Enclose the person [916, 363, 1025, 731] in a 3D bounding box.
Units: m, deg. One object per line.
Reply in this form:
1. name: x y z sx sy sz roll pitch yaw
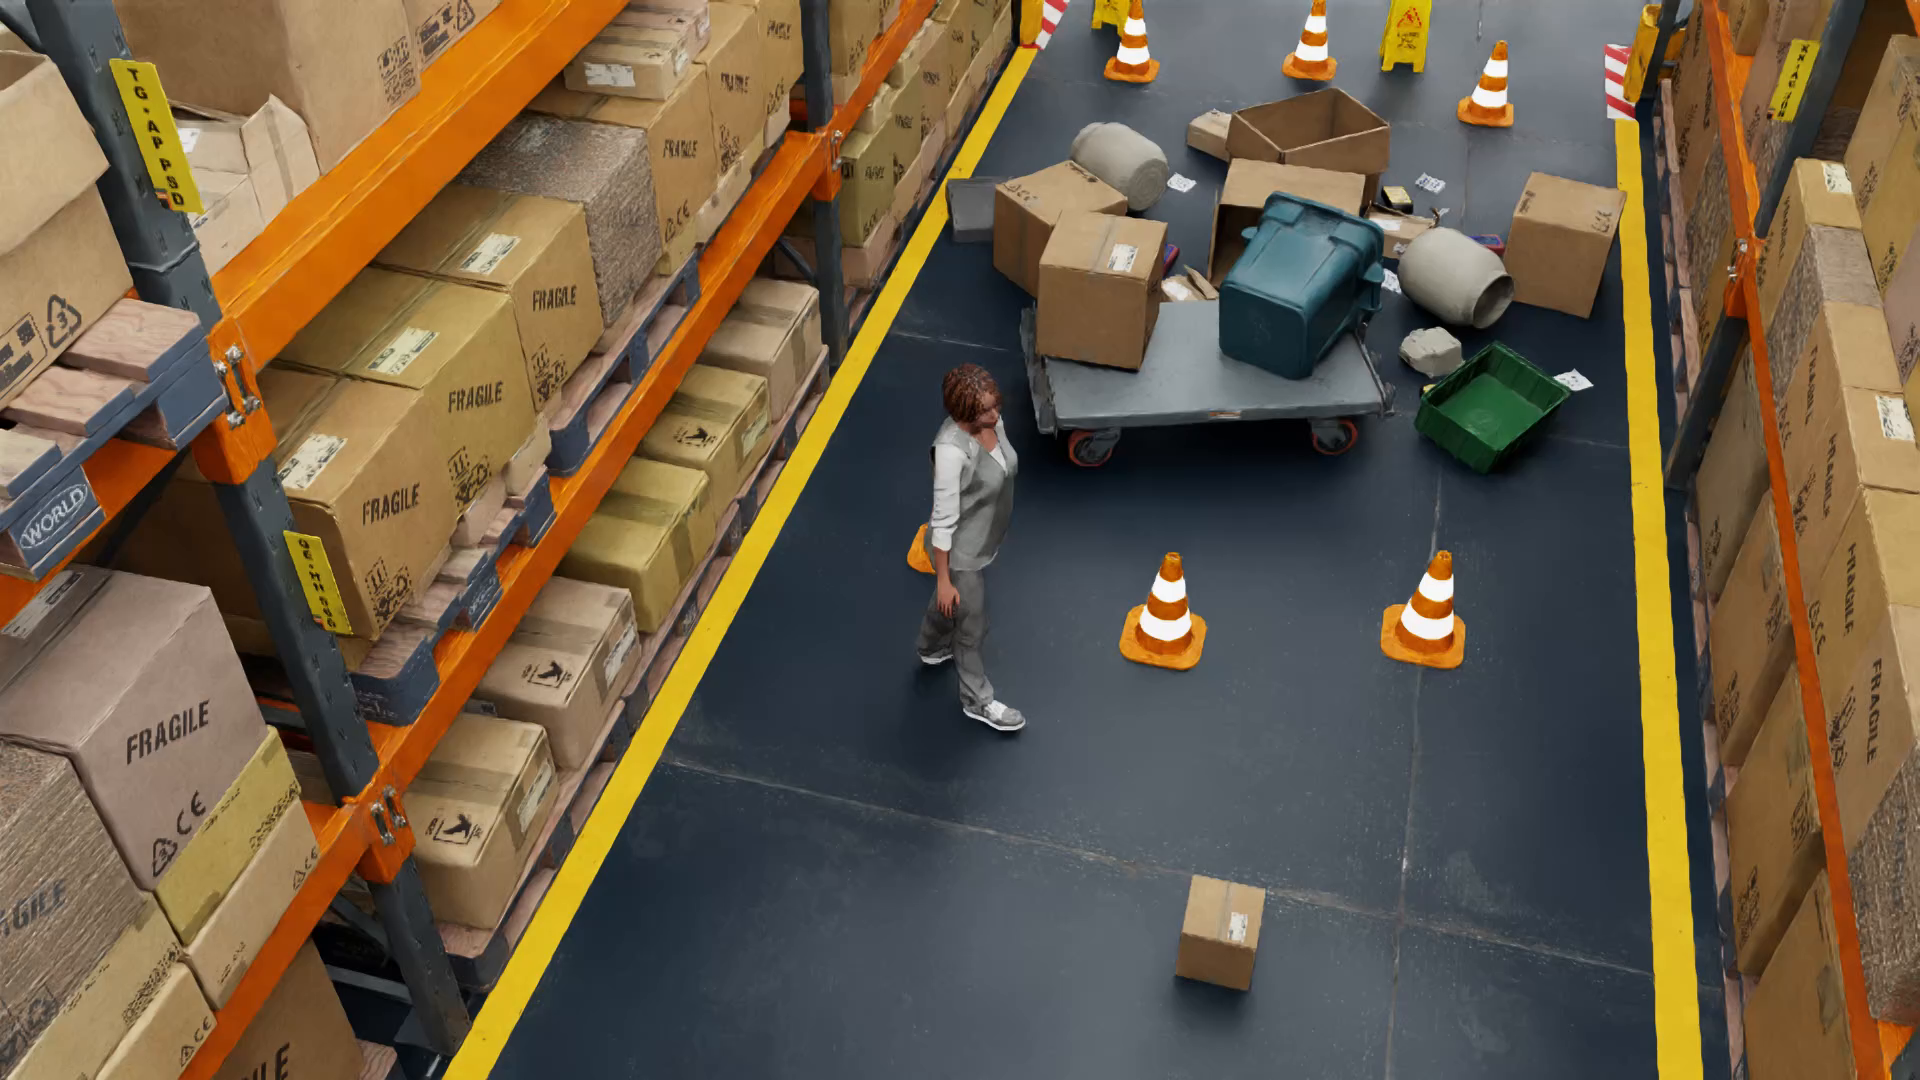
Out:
1. person: 0.041 0.022 6.118 0.533 1.587 0.595 14 43 15
